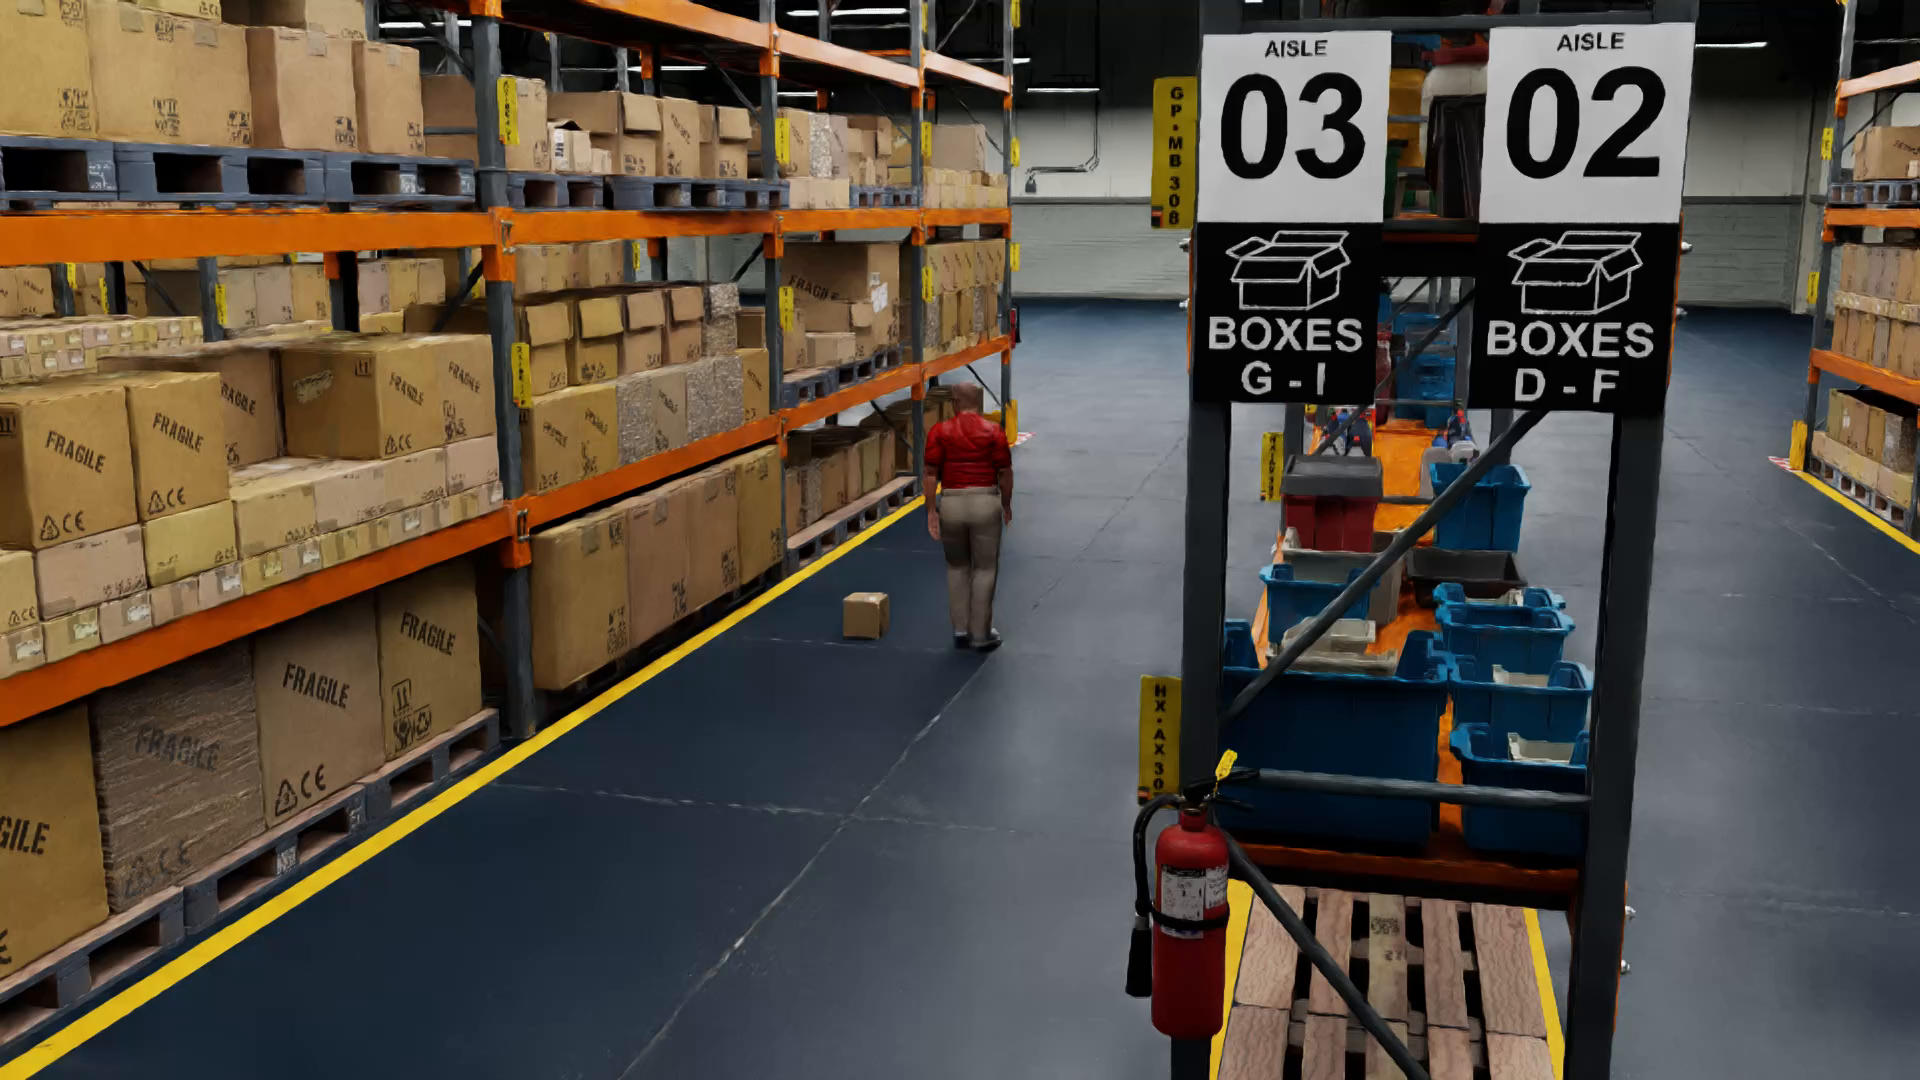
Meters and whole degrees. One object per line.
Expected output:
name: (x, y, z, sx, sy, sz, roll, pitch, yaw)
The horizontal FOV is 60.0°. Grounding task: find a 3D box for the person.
person: (0.071, -0.126, 10.764, 0.559, 1.840, 0.441, 3, 12, 13)
